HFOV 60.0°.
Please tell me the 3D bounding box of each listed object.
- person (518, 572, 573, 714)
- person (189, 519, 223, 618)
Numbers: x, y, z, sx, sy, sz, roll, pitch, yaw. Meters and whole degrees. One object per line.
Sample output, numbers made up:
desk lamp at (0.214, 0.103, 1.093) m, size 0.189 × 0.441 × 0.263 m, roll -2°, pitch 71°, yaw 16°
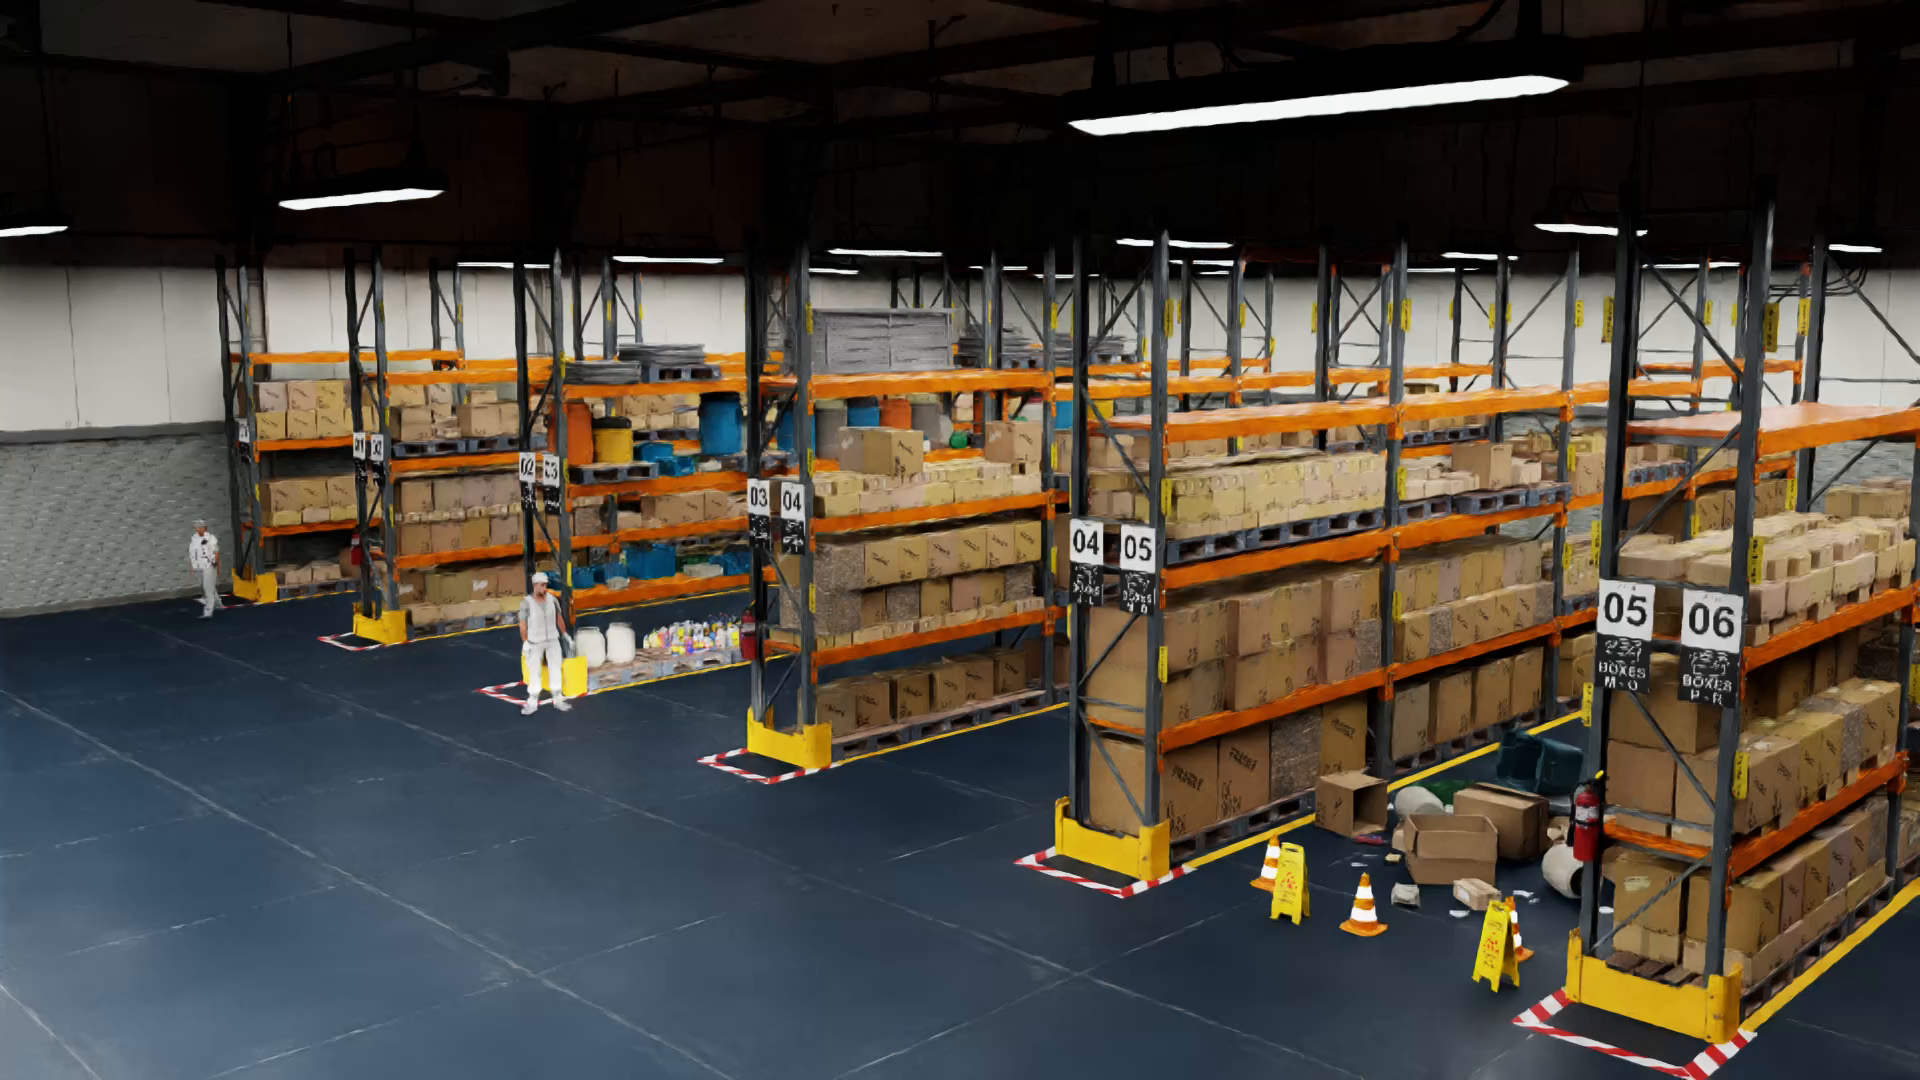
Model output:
person at (-5.244, 1.288, 21.033) m, size 0.711 × 1.793 × 0.391 m, roll -6°, pitch 10°, yaw -35°
person at (-12.544, 0.448, 27.637) m, size 0.587 × 1.626 × 0.918 m, roll 3°, pitch 8°, yaw 18°
